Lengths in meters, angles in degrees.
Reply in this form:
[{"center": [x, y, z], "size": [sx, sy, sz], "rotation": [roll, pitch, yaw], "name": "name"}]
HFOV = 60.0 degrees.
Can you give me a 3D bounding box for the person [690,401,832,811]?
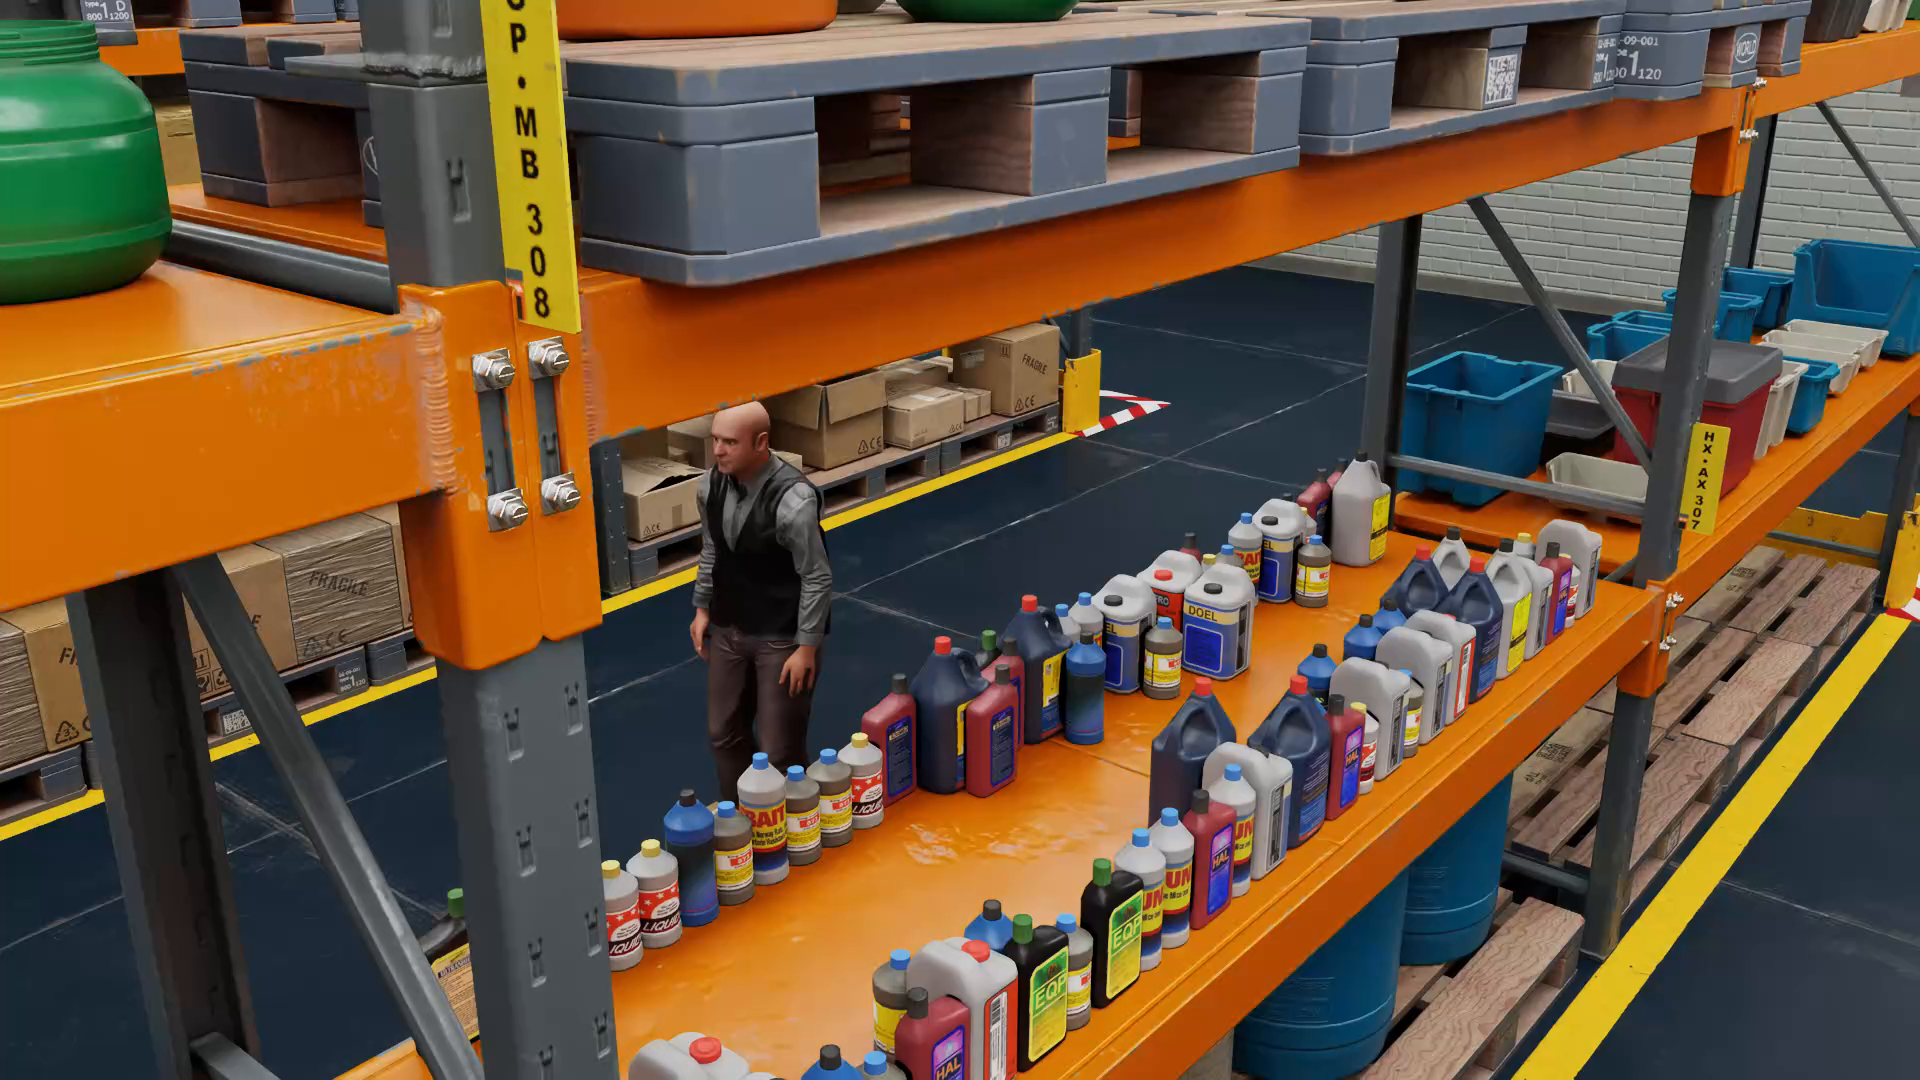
[{"center": [-0.670, 0.378, 5.723], "size": [0.581, 1.618, 0.418], "rotation": [16, 25, 37], "name": "person"}]
